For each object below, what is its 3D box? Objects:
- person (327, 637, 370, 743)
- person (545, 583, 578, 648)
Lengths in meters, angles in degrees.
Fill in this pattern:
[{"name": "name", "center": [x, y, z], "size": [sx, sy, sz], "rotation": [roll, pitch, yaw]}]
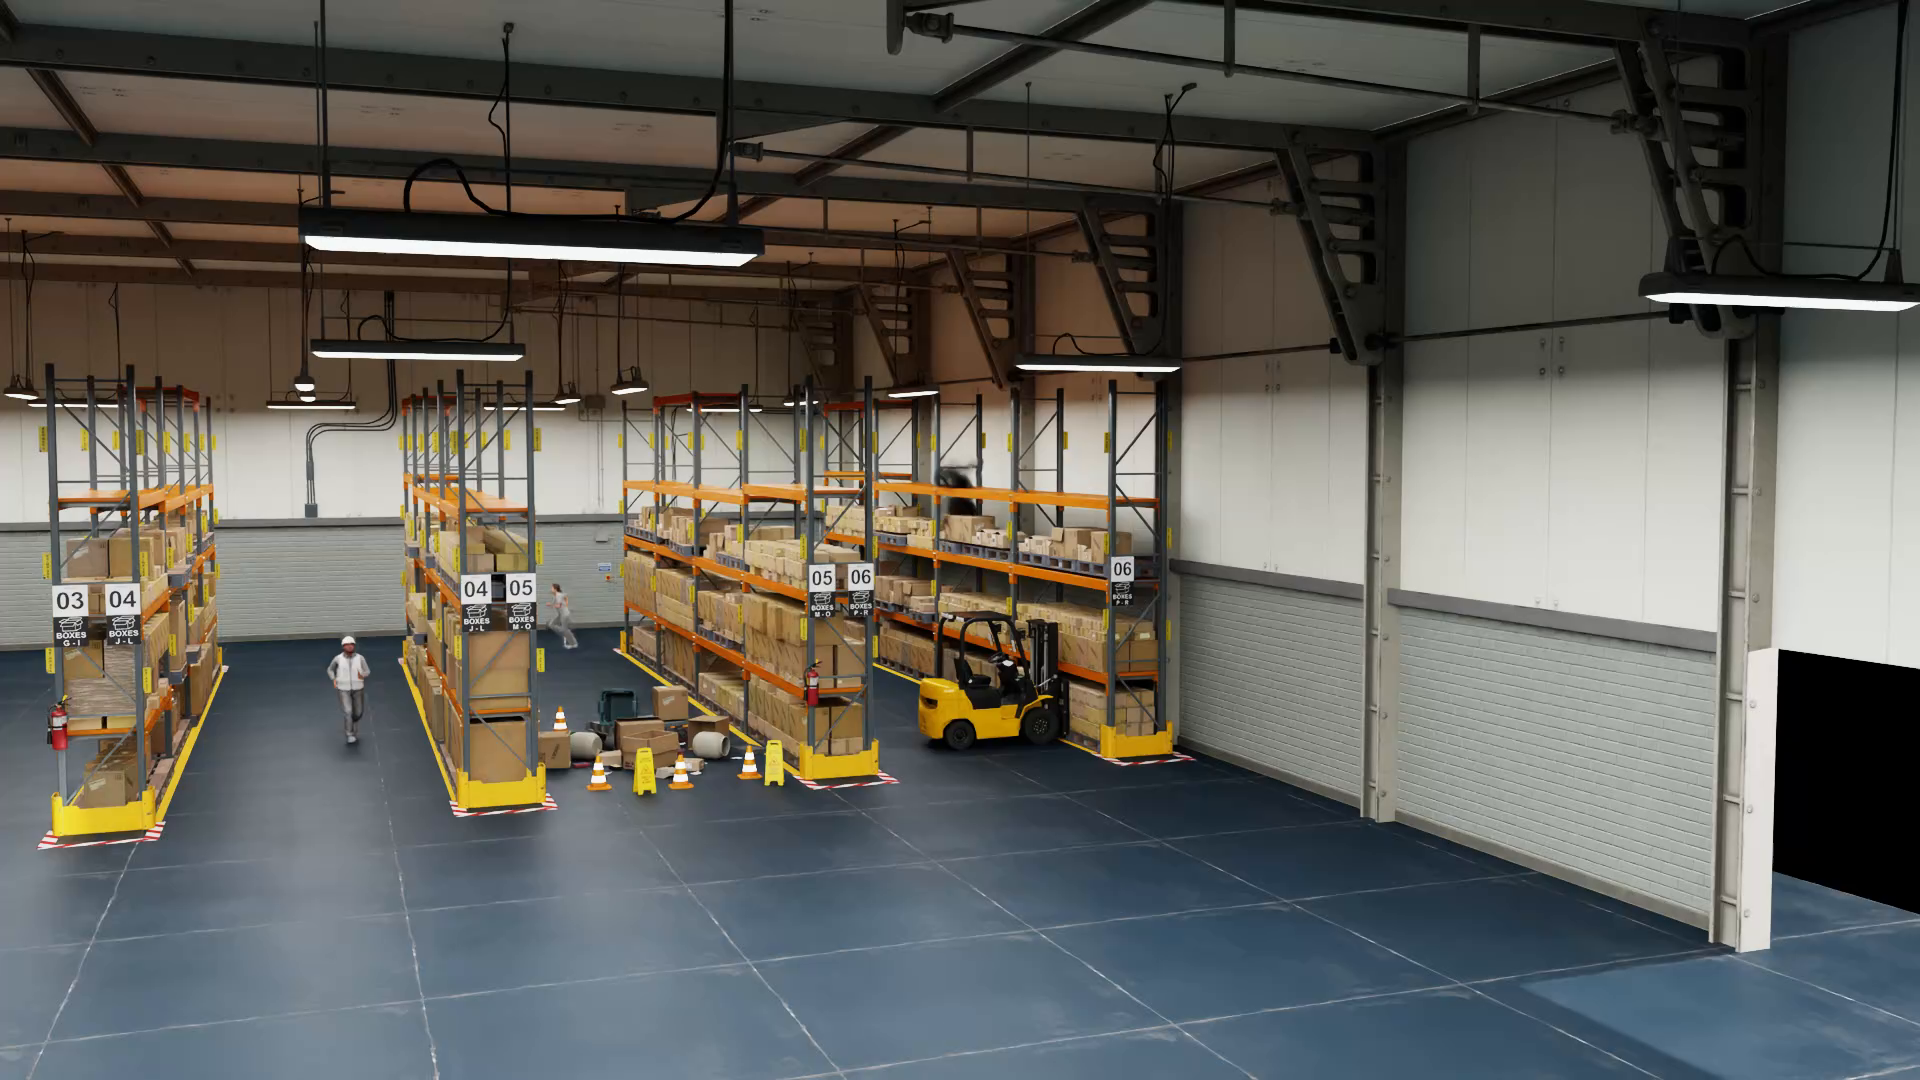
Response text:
[{"name": "person", "center": [-10.259, 2.497, 27.944], "size": [0.669, 1.744, 0.860], "rotation": [-2, 4, -30]}, {"name": "person", "center": [-9.683, 1.838, 40.366], "size": [0.783, 1.594, 0.553], "rotation": [-2, 4, -24]}]
